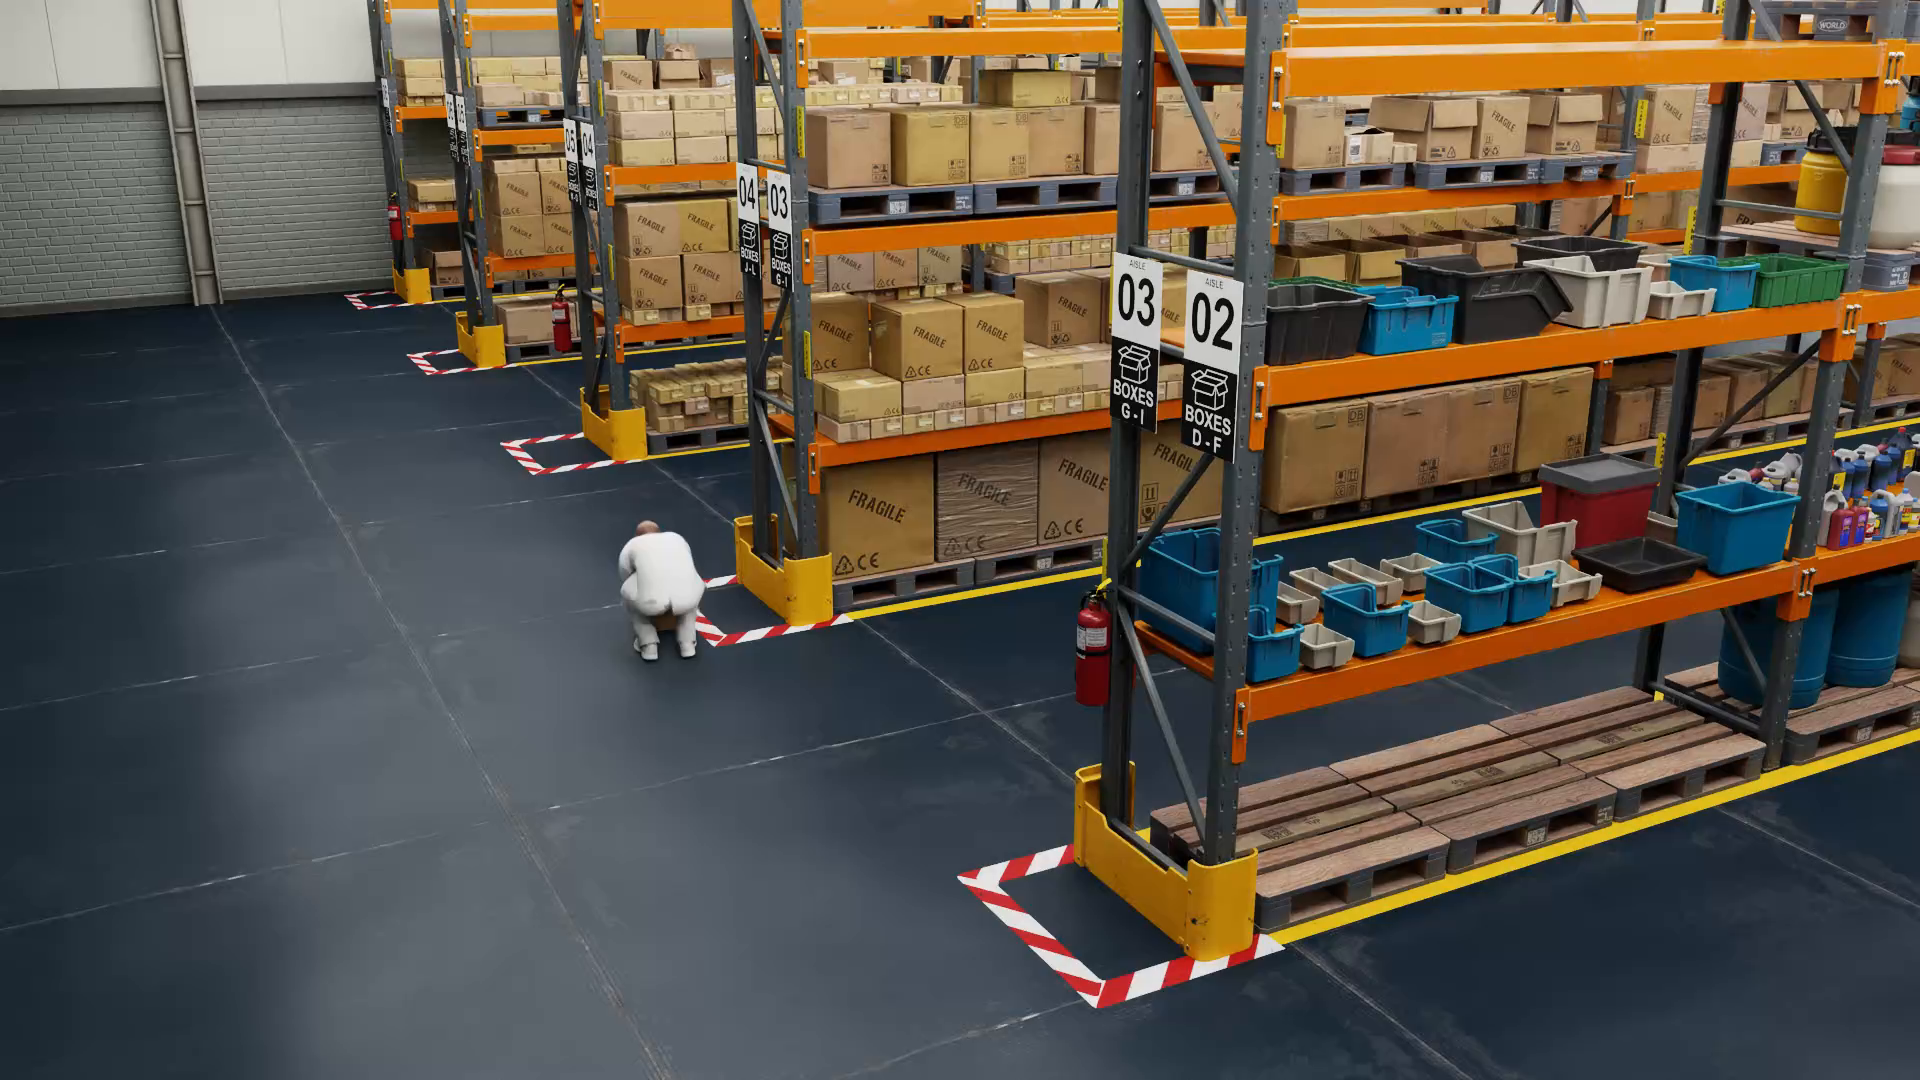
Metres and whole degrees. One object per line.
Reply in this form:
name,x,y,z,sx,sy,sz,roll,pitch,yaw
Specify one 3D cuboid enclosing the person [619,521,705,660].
person,-2.081,0.365,11.615,0.578,0.825,0.945,-5,19,-15
